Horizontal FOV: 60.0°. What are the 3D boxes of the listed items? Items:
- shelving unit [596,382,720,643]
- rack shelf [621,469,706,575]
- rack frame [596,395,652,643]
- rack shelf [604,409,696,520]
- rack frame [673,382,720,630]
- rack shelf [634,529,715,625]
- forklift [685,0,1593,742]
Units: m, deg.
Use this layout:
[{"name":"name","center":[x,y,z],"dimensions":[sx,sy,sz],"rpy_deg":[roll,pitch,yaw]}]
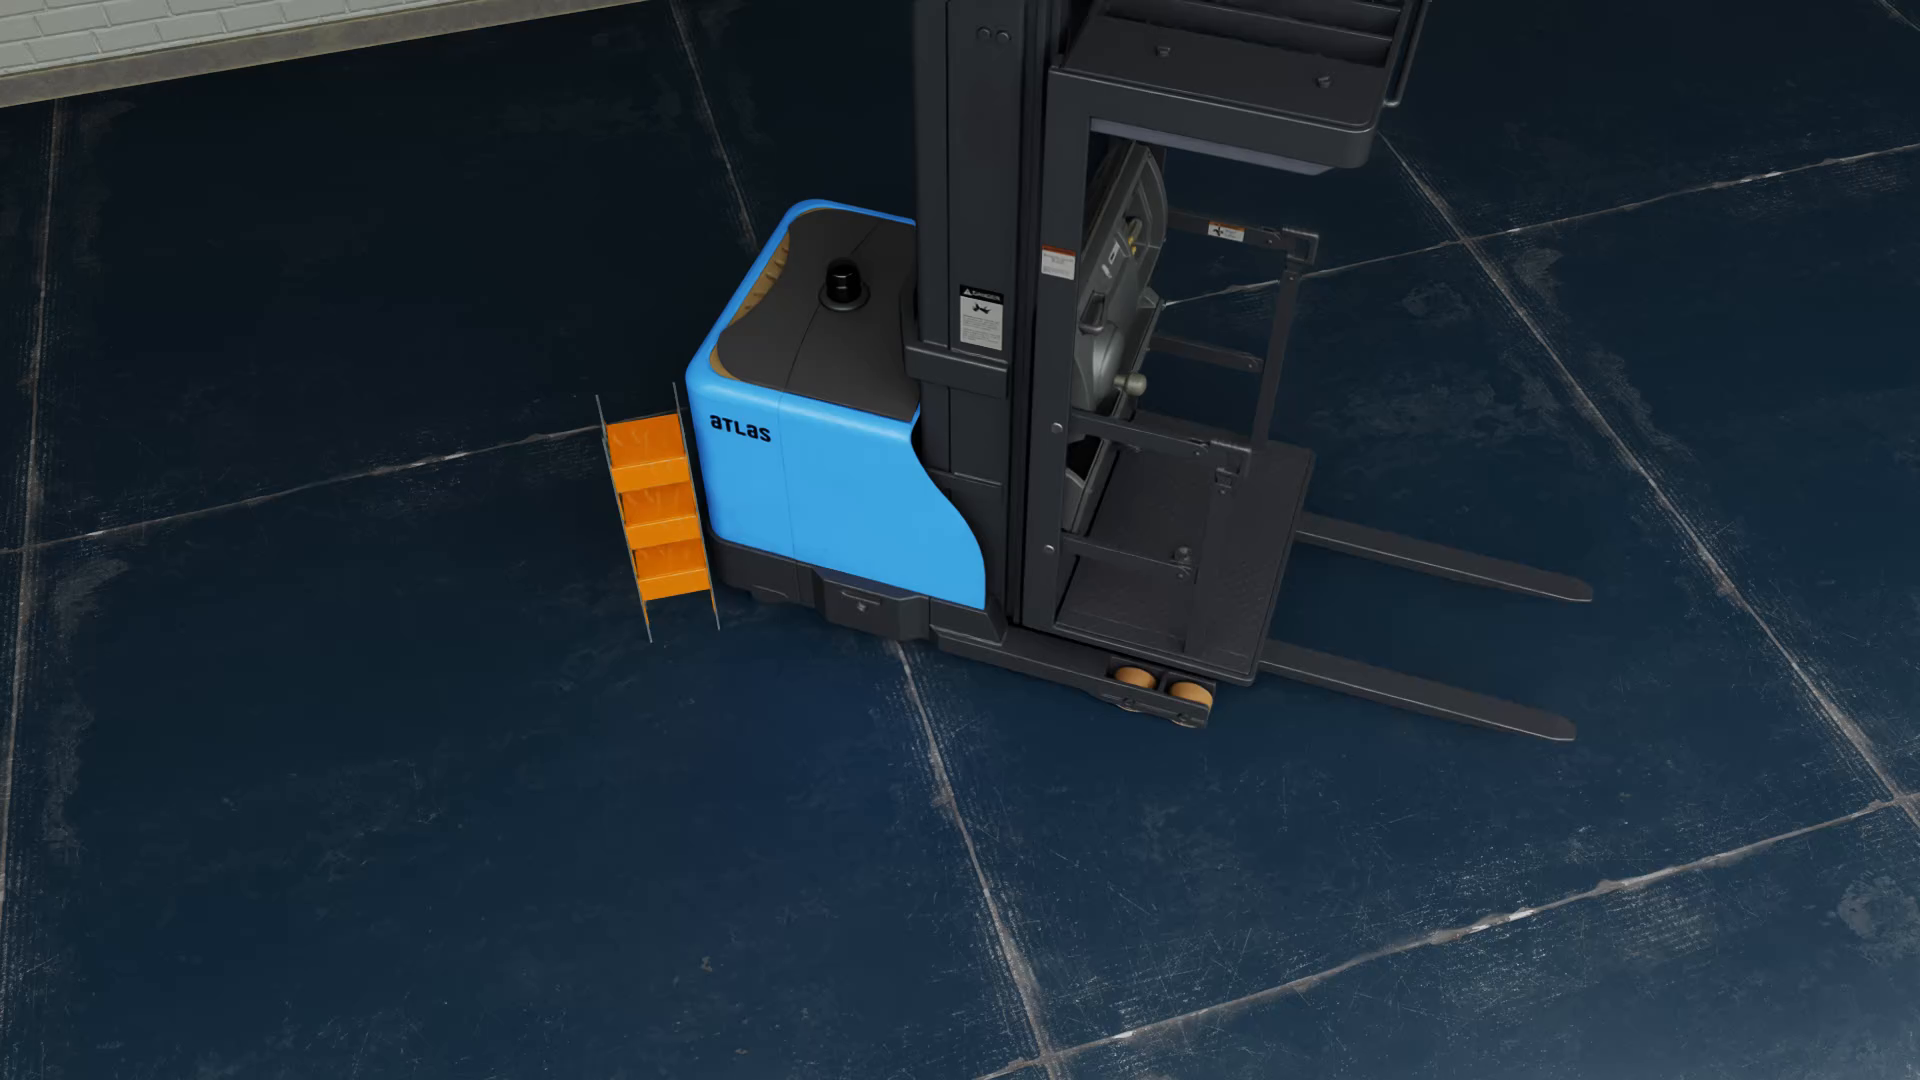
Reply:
[{"name":"shelving unit","center":[-1.008,-0.069,5.621],"dimensions":[0.252,1.050,0.215],"rpy_deg":[-11,51,-9]},{"name":"rack shelf","center":[-1.008,-0.062,5.629],"dimensions":[0.240,0.259,0.215],"rpy_deg":[-11,51,-9]},{"name":"rack frame","center":[-1.126,-0.047,5.603],"dimensions":[0.008,1.050,0.200],"rpy_deg":[-11,51,-9]},{"name":"rack shelf","center":[-1.008,-0.245,5.413],"dimensions":[0.240,0.259,0.215],"rpy_deg":[-11,51,-9]},{"name":"rack frame","center":[-0.889,-0.091,5.640],"dimensions":[0.008,1.050,0.200],"rpy_deg":[-11,51,-9]},{"name":"rack shelf","center":[-1.008,0.117,5.842],"dimensions":[0.240,0.259,0.215],"rpy_deg":[-11,51,-9]},{"name":"forklift","center":[0.675,-0.764,4.977],"dimensions":[3.031,2.935,1.130],"rpy_deg":[15,51,12]}]
